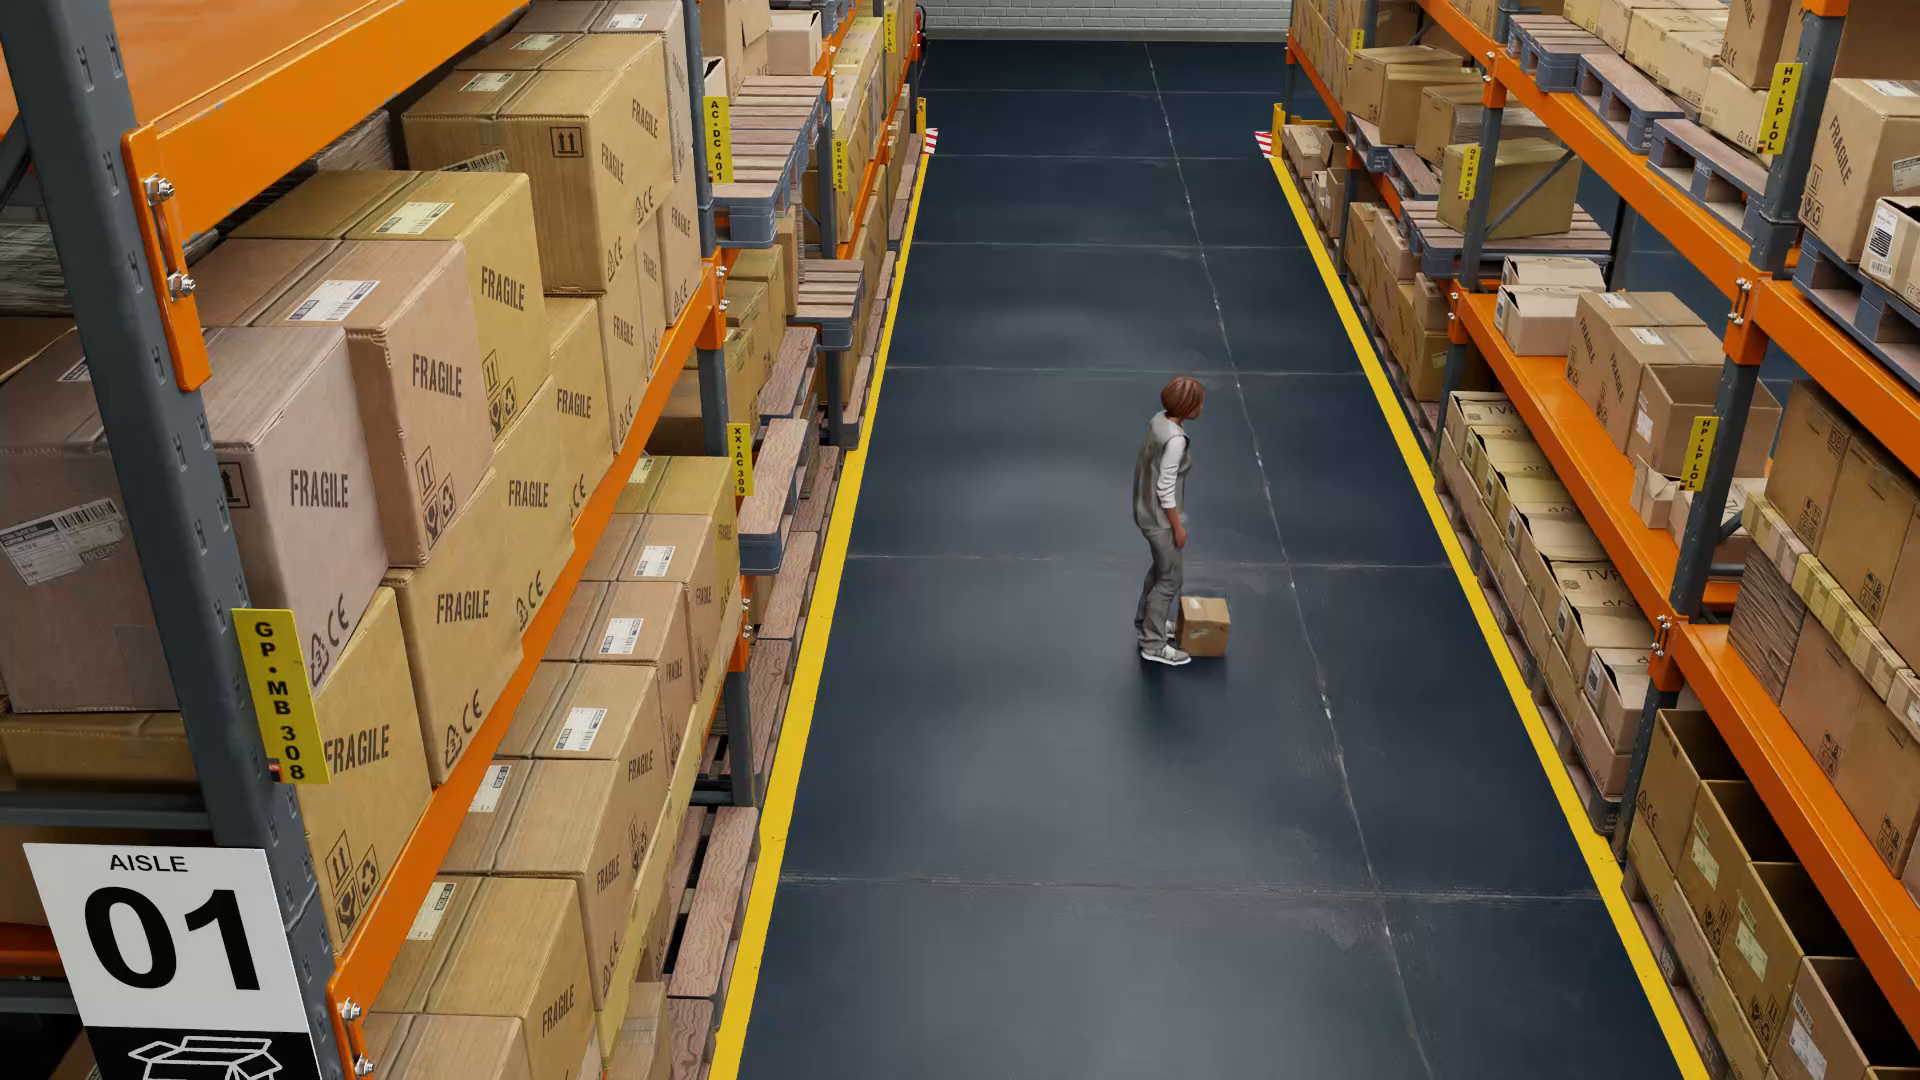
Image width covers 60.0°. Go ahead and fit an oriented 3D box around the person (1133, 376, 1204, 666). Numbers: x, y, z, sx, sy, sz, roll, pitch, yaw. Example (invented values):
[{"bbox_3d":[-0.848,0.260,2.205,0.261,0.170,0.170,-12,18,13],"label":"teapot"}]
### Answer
[{"bbox_3d":[1.093,-0.121,8.857,0.342,1.594,0.460,0,28,0],"label":"person"}]
